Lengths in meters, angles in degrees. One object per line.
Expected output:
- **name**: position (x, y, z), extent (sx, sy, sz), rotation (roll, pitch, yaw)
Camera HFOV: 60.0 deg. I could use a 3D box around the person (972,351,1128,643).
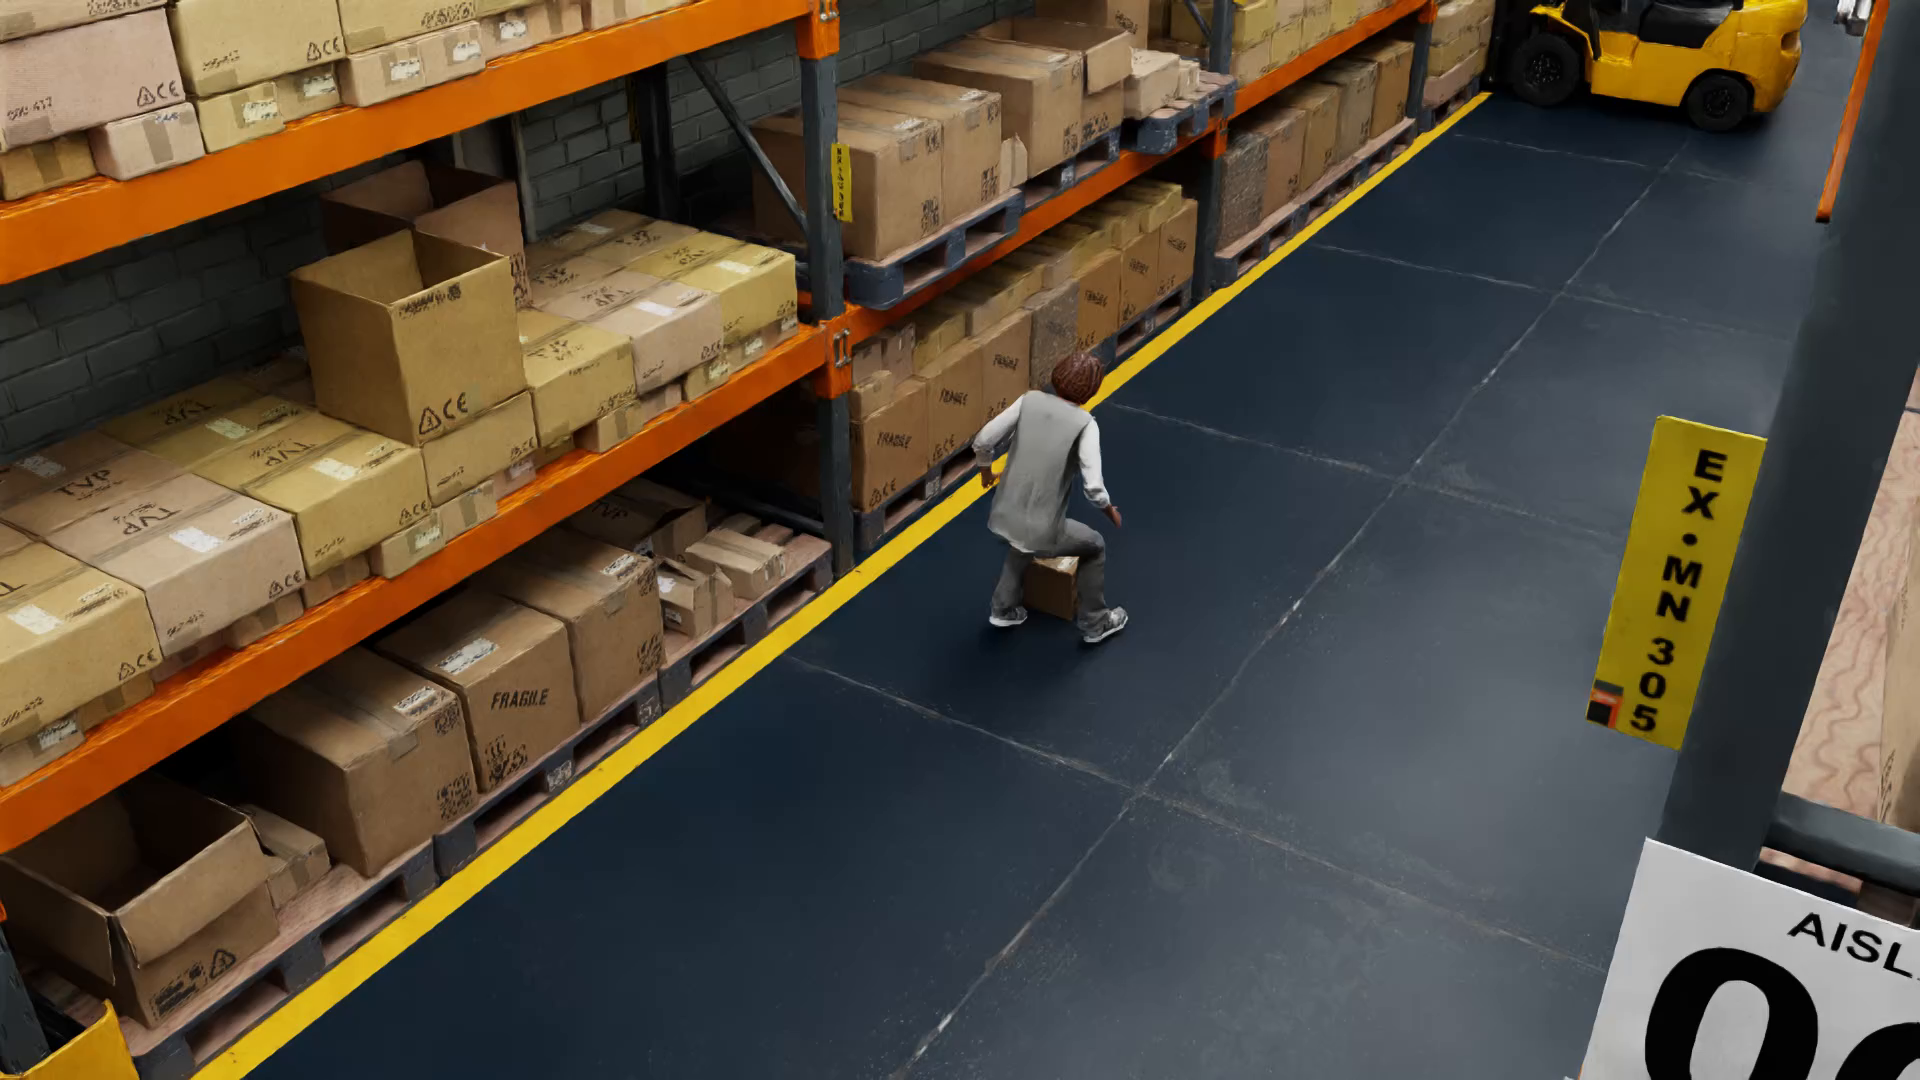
- **person**: position (0.415, -0.139, 7.070), extent (0.656, 1.419, 0.687), rotation (22, 37, 32)
